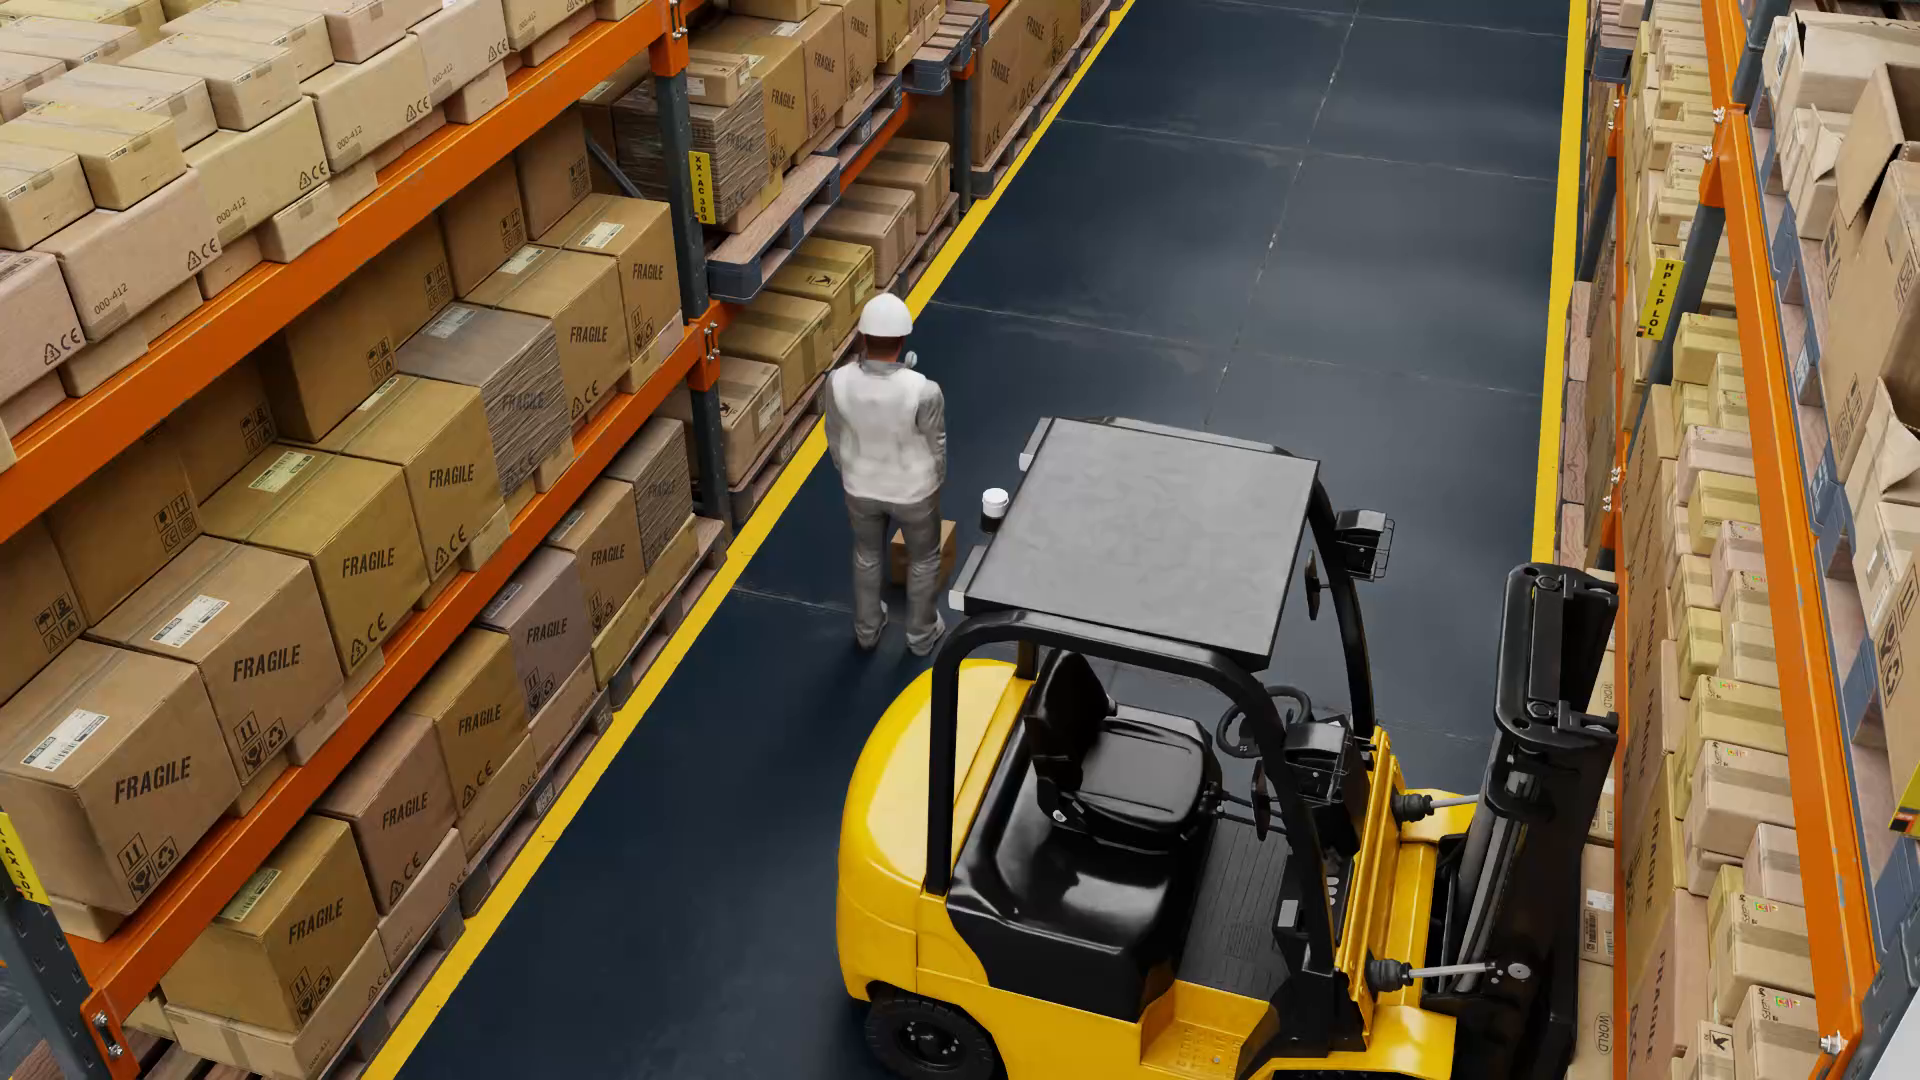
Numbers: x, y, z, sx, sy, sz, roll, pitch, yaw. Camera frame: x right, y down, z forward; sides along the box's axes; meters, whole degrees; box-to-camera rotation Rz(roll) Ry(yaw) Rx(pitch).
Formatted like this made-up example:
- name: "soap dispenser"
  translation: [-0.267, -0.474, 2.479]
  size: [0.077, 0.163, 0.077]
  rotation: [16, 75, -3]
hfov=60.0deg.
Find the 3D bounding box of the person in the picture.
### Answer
- name: "person"
  translation: [-0.313, -0.262, 7.237]
  size: [0.538, 1.759, 0.378]
  rotation: [9, 38, 12]
